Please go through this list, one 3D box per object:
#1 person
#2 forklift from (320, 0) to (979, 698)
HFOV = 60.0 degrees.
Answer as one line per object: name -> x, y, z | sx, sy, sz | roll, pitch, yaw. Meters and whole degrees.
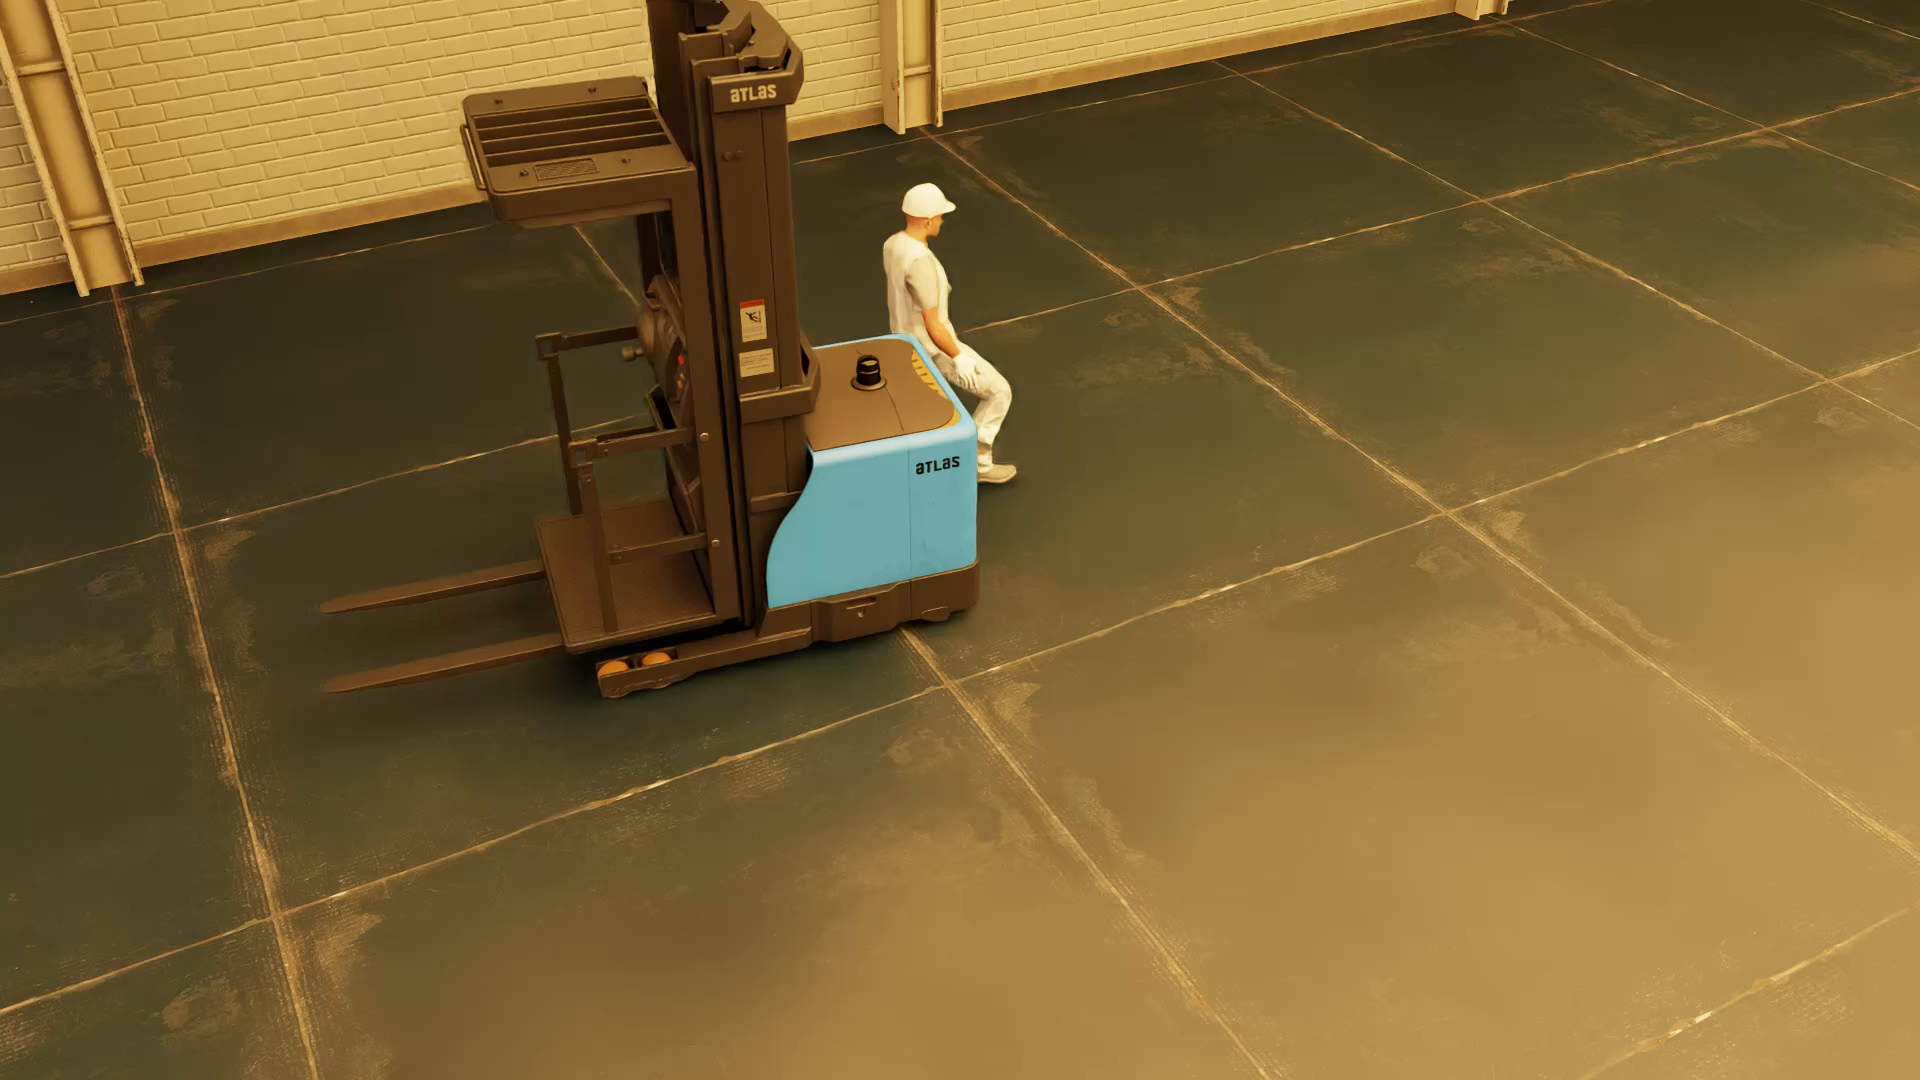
person -> -0.165, -1.121, 8.853 | 0.729, 1.646, 0.974 | -11, 37, -15
forklift -> -1.480, -0.817, 7.279 | 3.031, 2.935, 1.130 | -12, 37, -16
